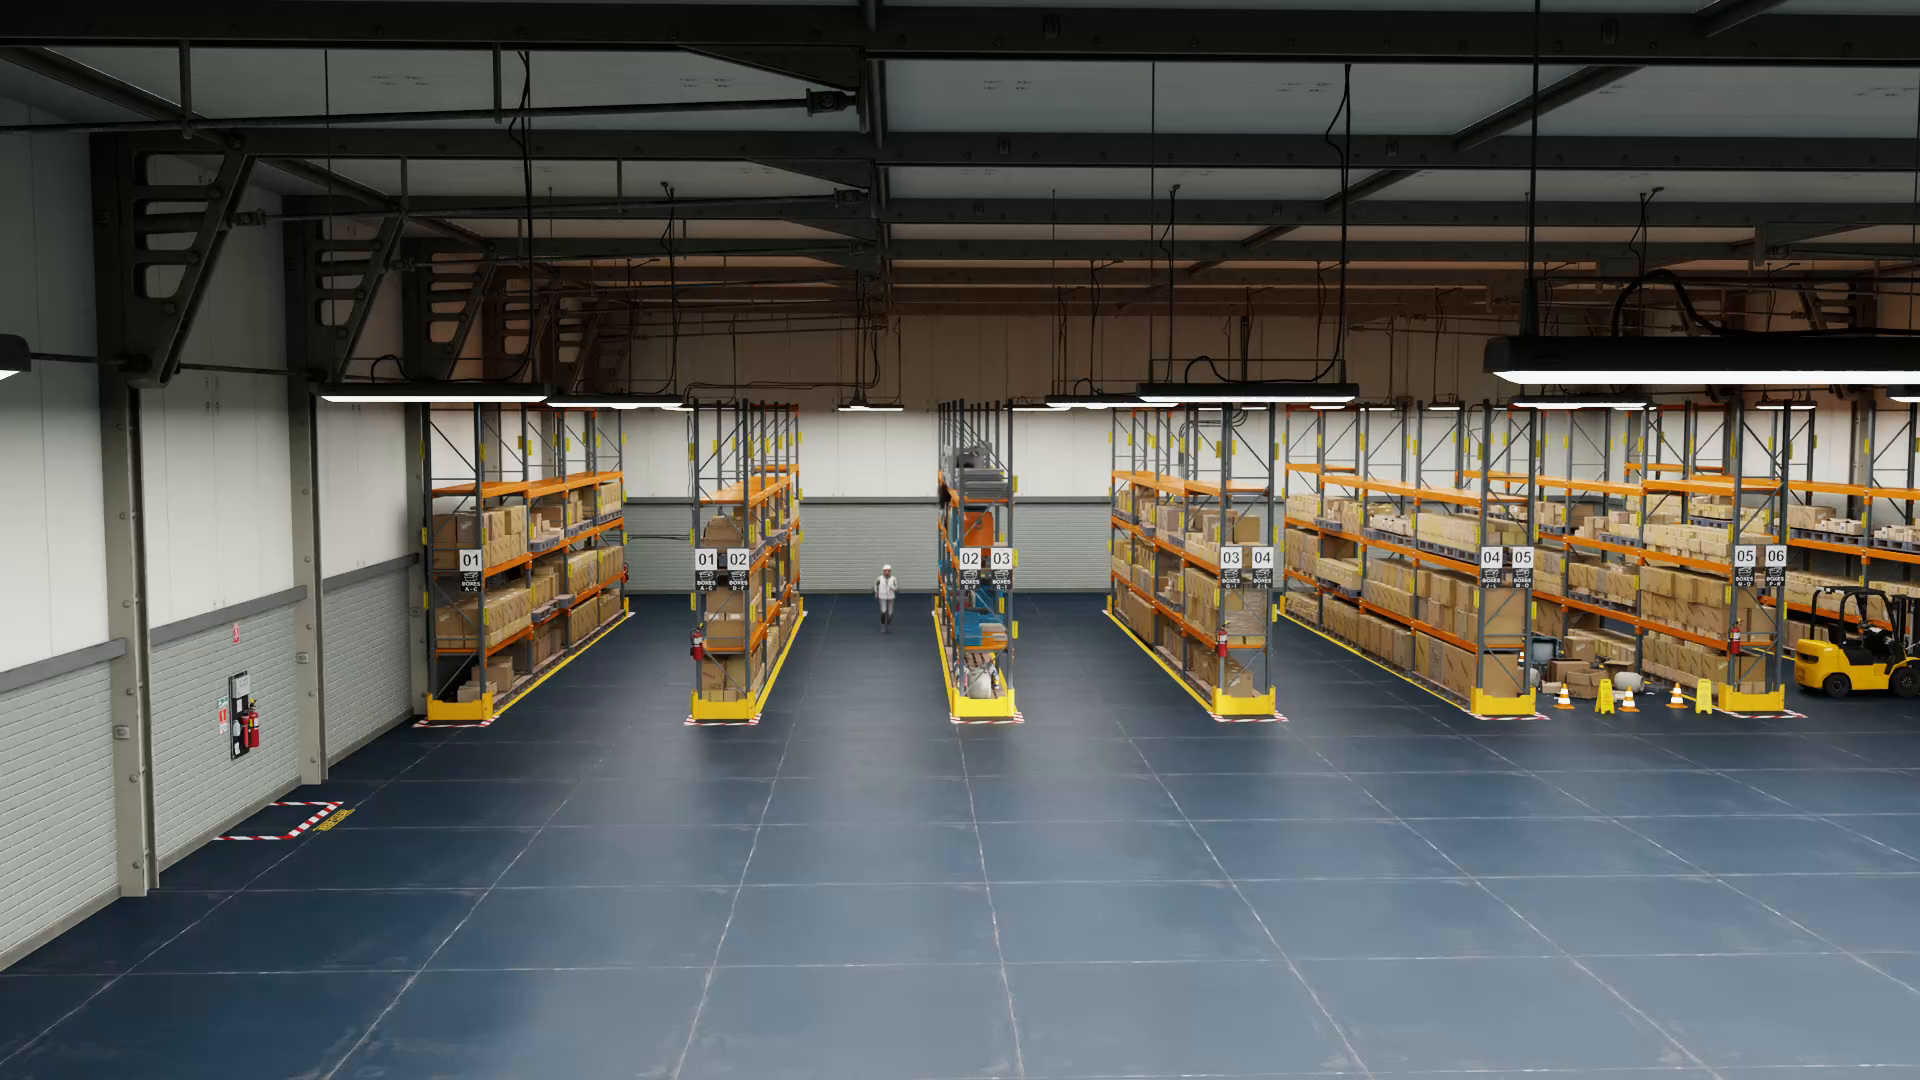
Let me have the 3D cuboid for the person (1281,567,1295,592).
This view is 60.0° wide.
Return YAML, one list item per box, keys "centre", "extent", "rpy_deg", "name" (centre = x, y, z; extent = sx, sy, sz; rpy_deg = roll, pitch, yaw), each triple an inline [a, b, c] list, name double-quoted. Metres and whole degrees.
- centre: [10.164, 1.094, 51.040]
  extent: [0.621, 1.561, 0.580]
  rpy_deg: [-4, 6, -43]
  name: "person"

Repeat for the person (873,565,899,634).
- centre: [-1.917, 1.547, 43.430]
  extent: [0.636, 1.799, 0.725]
  rpy_deg: [-1, 4, -9]
  name: "person"
